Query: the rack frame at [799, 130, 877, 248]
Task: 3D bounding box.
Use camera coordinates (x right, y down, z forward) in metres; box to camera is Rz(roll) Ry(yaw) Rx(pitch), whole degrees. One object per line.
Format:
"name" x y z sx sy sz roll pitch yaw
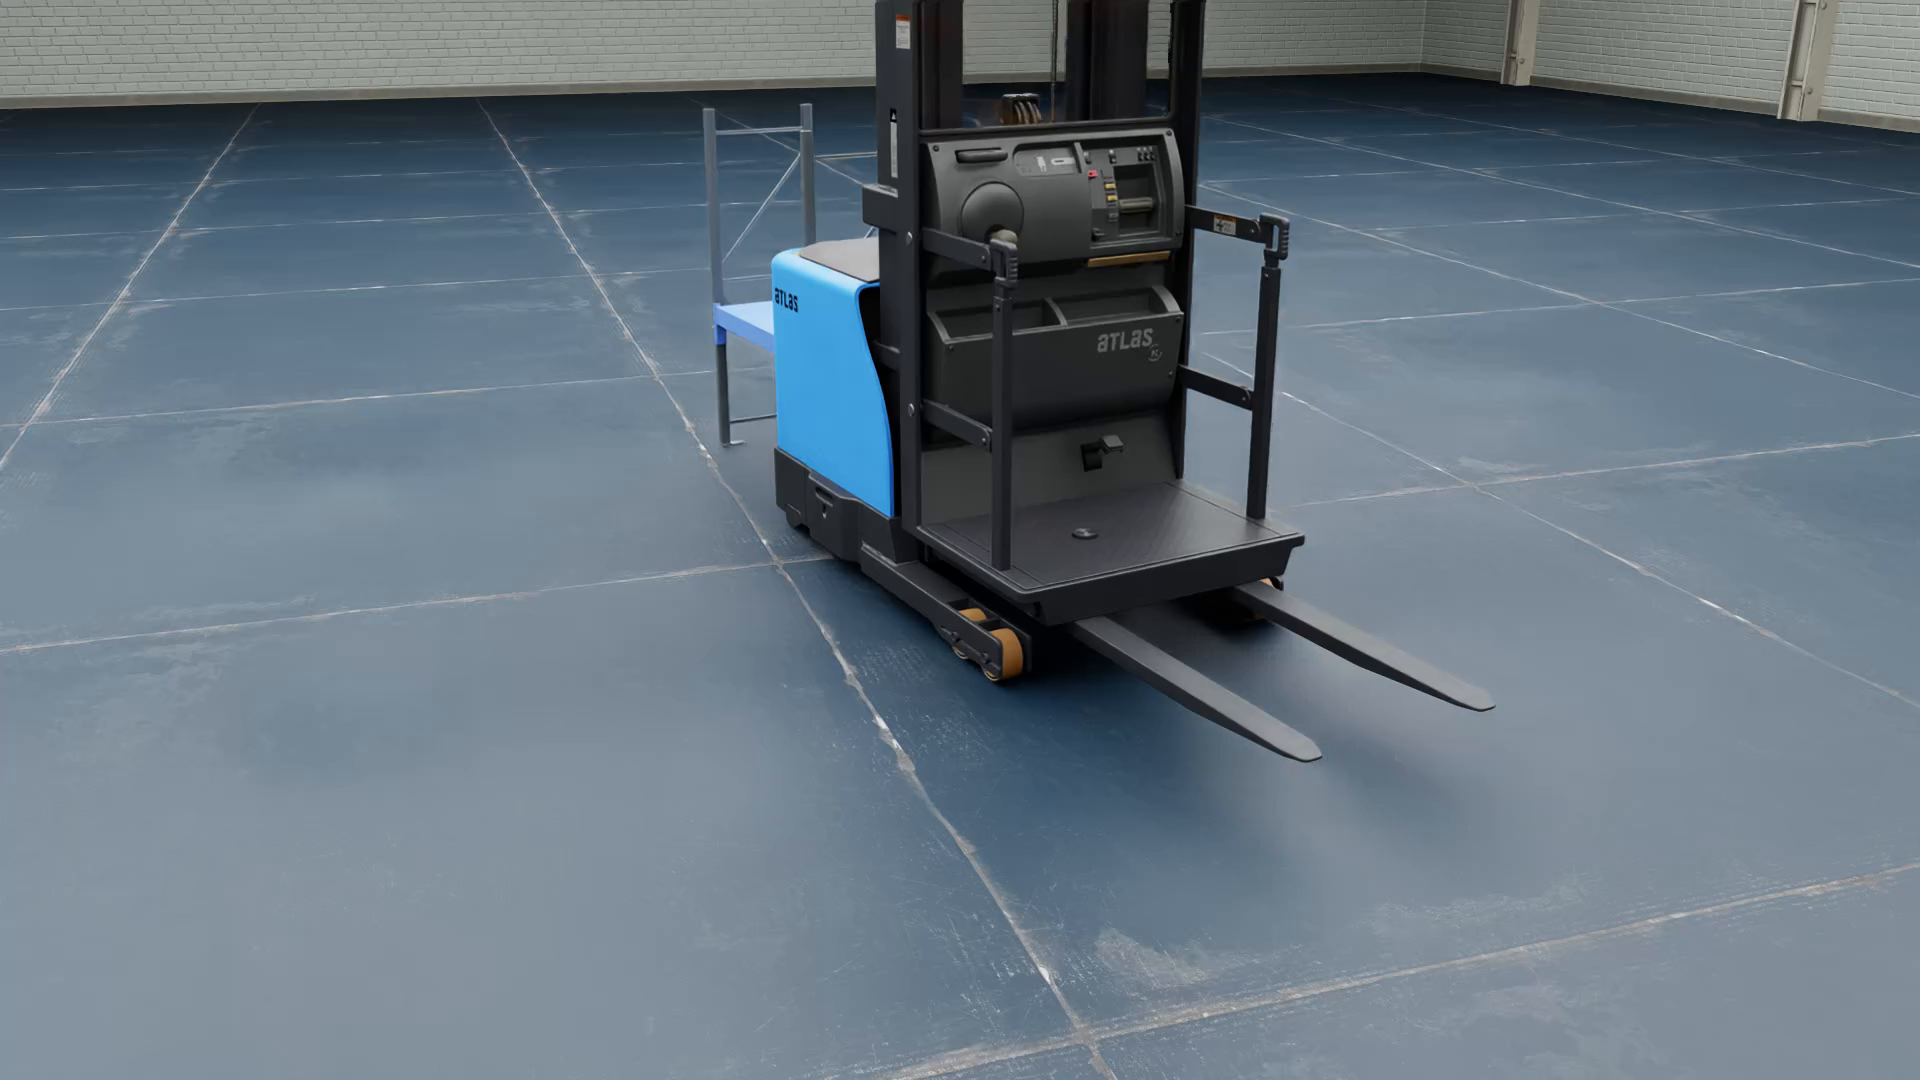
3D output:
"rack frame" -0.382 -0.879 6.646 0.500 1.500 0.032 -11 22 -27

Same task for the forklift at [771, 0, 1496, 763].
"forklift" 0.427 -1.113 5.178 1.130 2.935 3.031 -11 22 -27

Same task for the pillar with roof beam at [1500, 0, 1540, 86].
"pillar with roof beam" 4.947 -11.186 24.248 9.100 9.000 0.400 -6 21 -17

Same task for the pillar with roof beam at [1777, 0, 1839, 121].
"pillar with roof beam" 6.832 -9.261 18.888 9.100 9.000 0.400 -6 21 -17

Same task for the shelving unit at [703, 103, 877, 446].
"shelving unit" -0.630 -1.029 7.064 0.538 1.500 1.048 -11 22 -27

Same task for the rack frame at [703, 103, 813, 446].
"rack frame" -0.877 -1.179 7.482 0.500 1.500 0.032 -11 22 -27

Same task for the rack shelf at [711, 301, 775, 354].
"rack shelf" -0.630 -0.860 7.125 0.538 0.185 1.000 -11 22 -27
